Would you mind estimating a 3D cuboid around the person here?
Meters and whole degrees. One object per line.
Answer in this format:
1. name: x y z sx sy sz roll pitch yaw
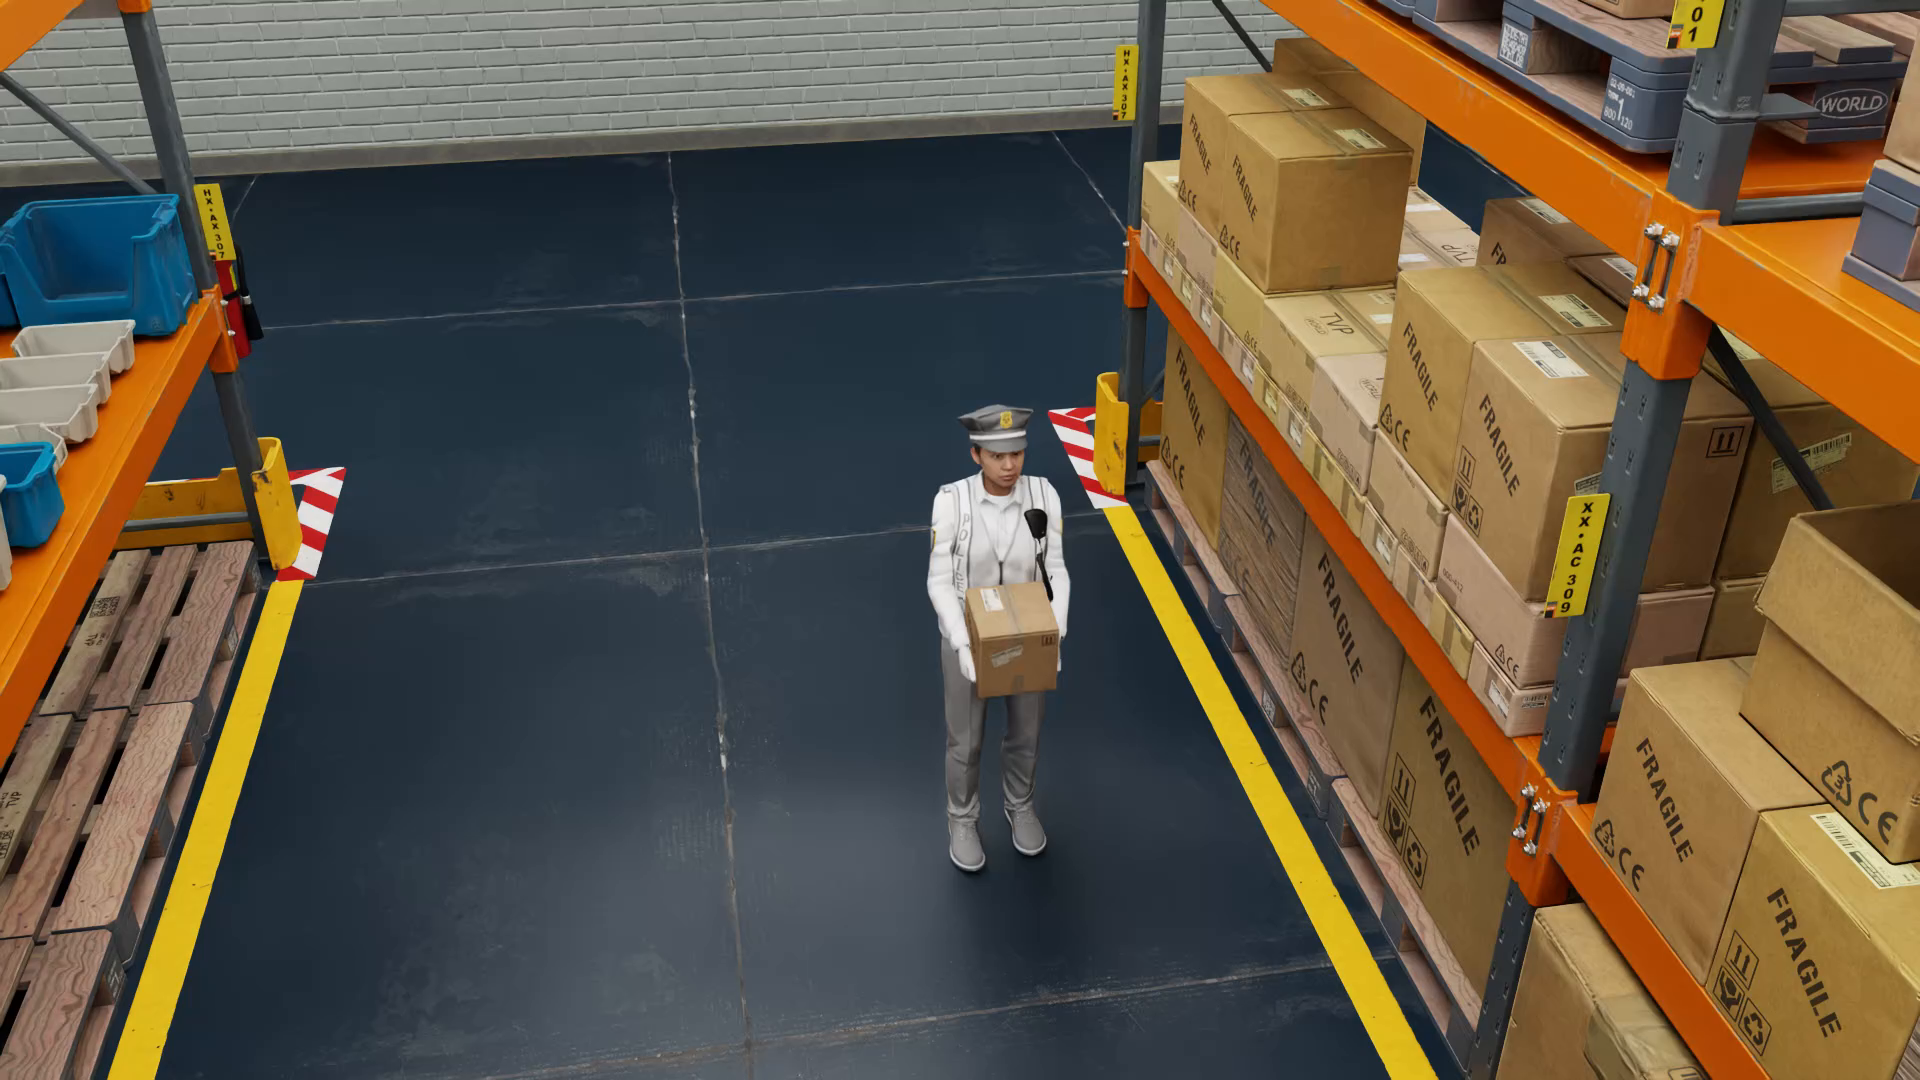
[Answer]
1. person: 0.130 0.352 5.514 0.465 1.690 0.550 -5 31 -9
